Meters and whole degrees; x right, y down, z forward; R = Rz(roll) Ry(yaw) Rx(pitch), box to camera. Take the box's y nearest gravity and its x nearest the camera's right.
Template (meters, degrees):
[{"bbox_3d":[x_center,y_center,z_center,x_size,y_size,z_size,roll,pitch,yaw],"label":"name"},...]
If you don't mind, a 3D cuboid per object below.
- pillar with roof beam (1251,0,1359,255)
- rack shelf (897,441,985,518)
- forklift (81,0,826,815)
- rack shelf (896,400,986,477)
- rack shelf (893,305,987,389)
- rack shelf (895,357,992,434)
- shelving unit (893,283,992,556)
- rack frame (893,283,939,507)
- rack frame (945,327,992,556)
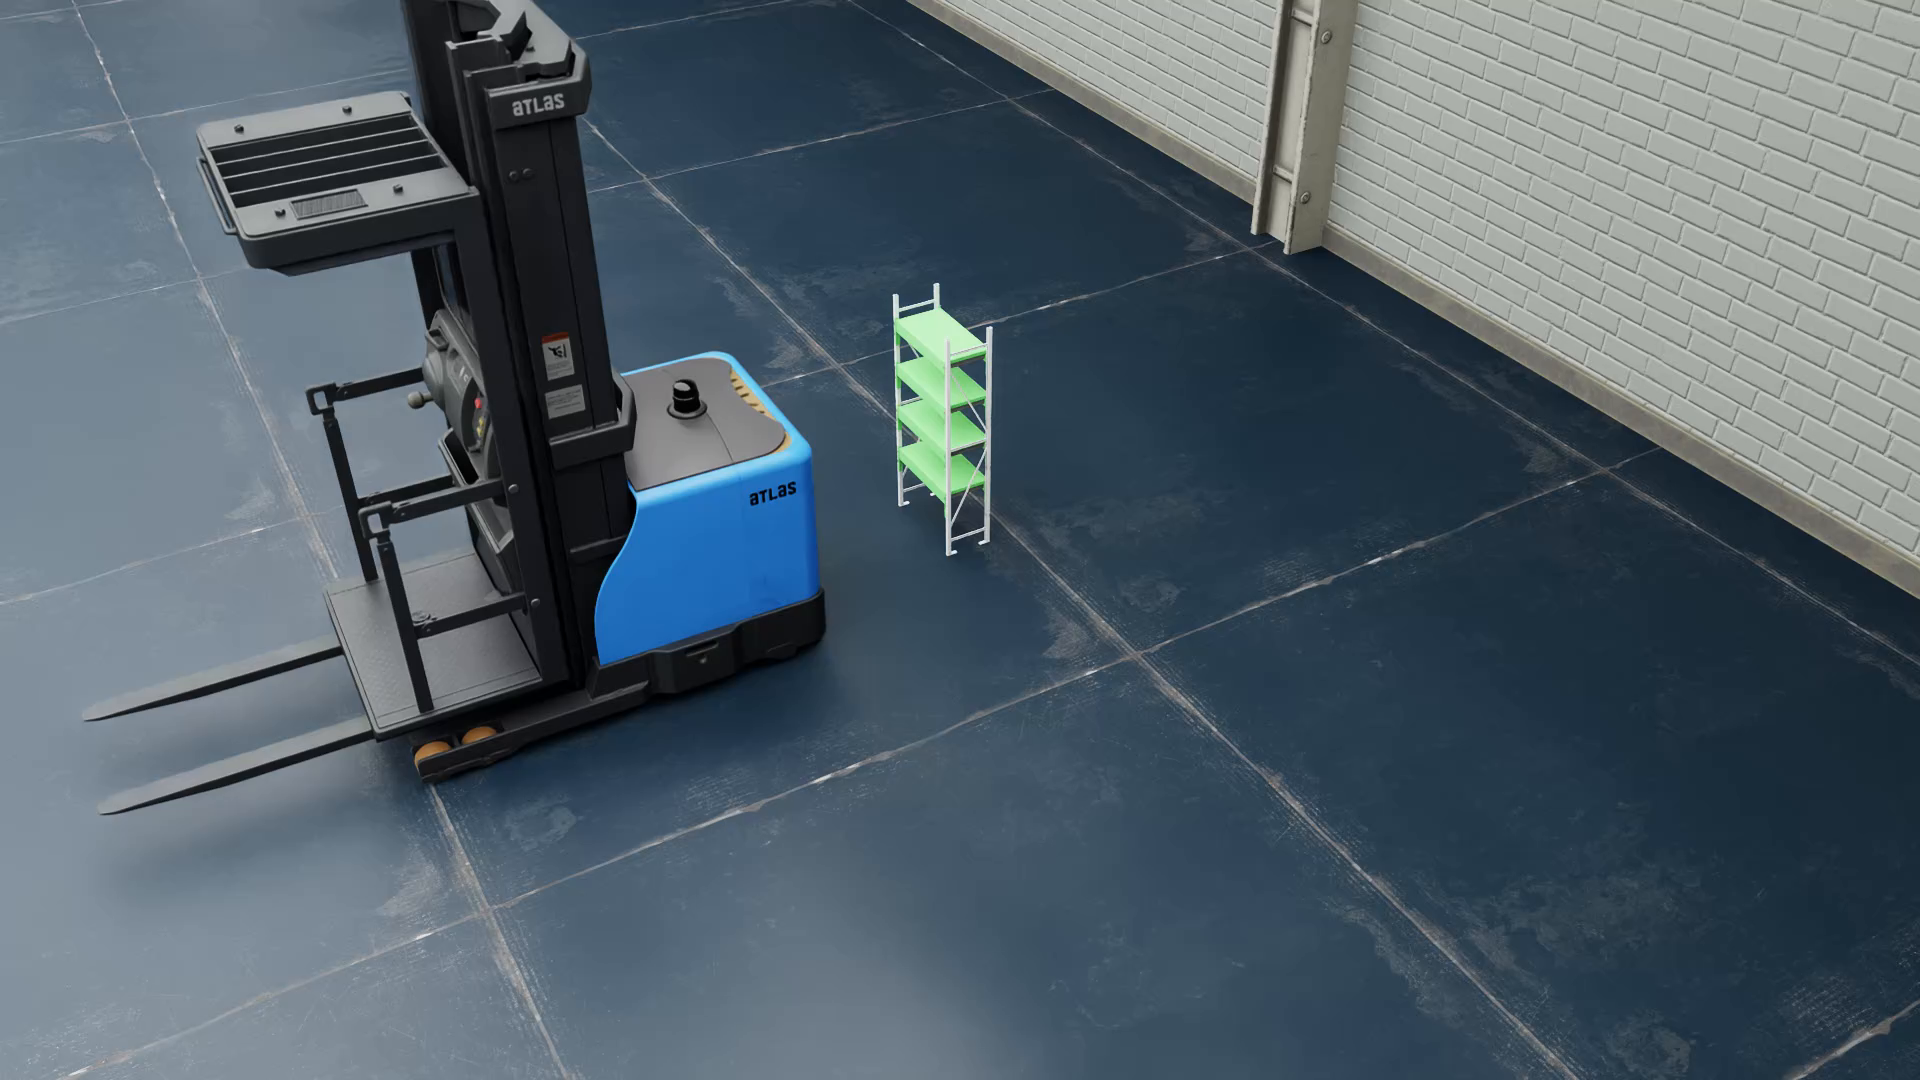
[{"bbox_3d":[-1.561,-4.352,6.580,9.100,9.000,0.400,-19,40,-24],"label":"pillar with roof beam"},{"bbox_3d":[-0.083,-0.324,8.191,0.258,0.148,0.480,-19,40,-24],"label":"rack shelf"},{"bbox_3d":[-2.154,-0.541,6.505,3.031,2.935,1.130,-18,40,-23],"label":"forklift"},{"bbox_3d":[-0.083,-0.517,8.049,0.258,0.148,0.480,-19,40,-24],"label":"rack shelf"},{"bbox_3d":[-0.083,-0.905,7.766,0.258,0.148,0.480,-19,40,-24],"label":"rack shelf"},{"bbox_3d":[-0.083,-0.711,7.908,0.258,0.148,0.480,-19,40,-24],"label":"rack shelf"},{"bbox_3d":[-0.083,-0.569,8.012,0.258,1.200,0.503,-19,40,-24],"label":"shelving unit"},{"bbox_3d":[-0.206,-0.693,8.182,0.240,1.200,0.015,-19,40,-24],"label":"rack frame"},{"bbox_3d":[0.039,-0.445,7.841,0.240,1.200,0.015,-19,40,-24],"label":"rack frame"}]
